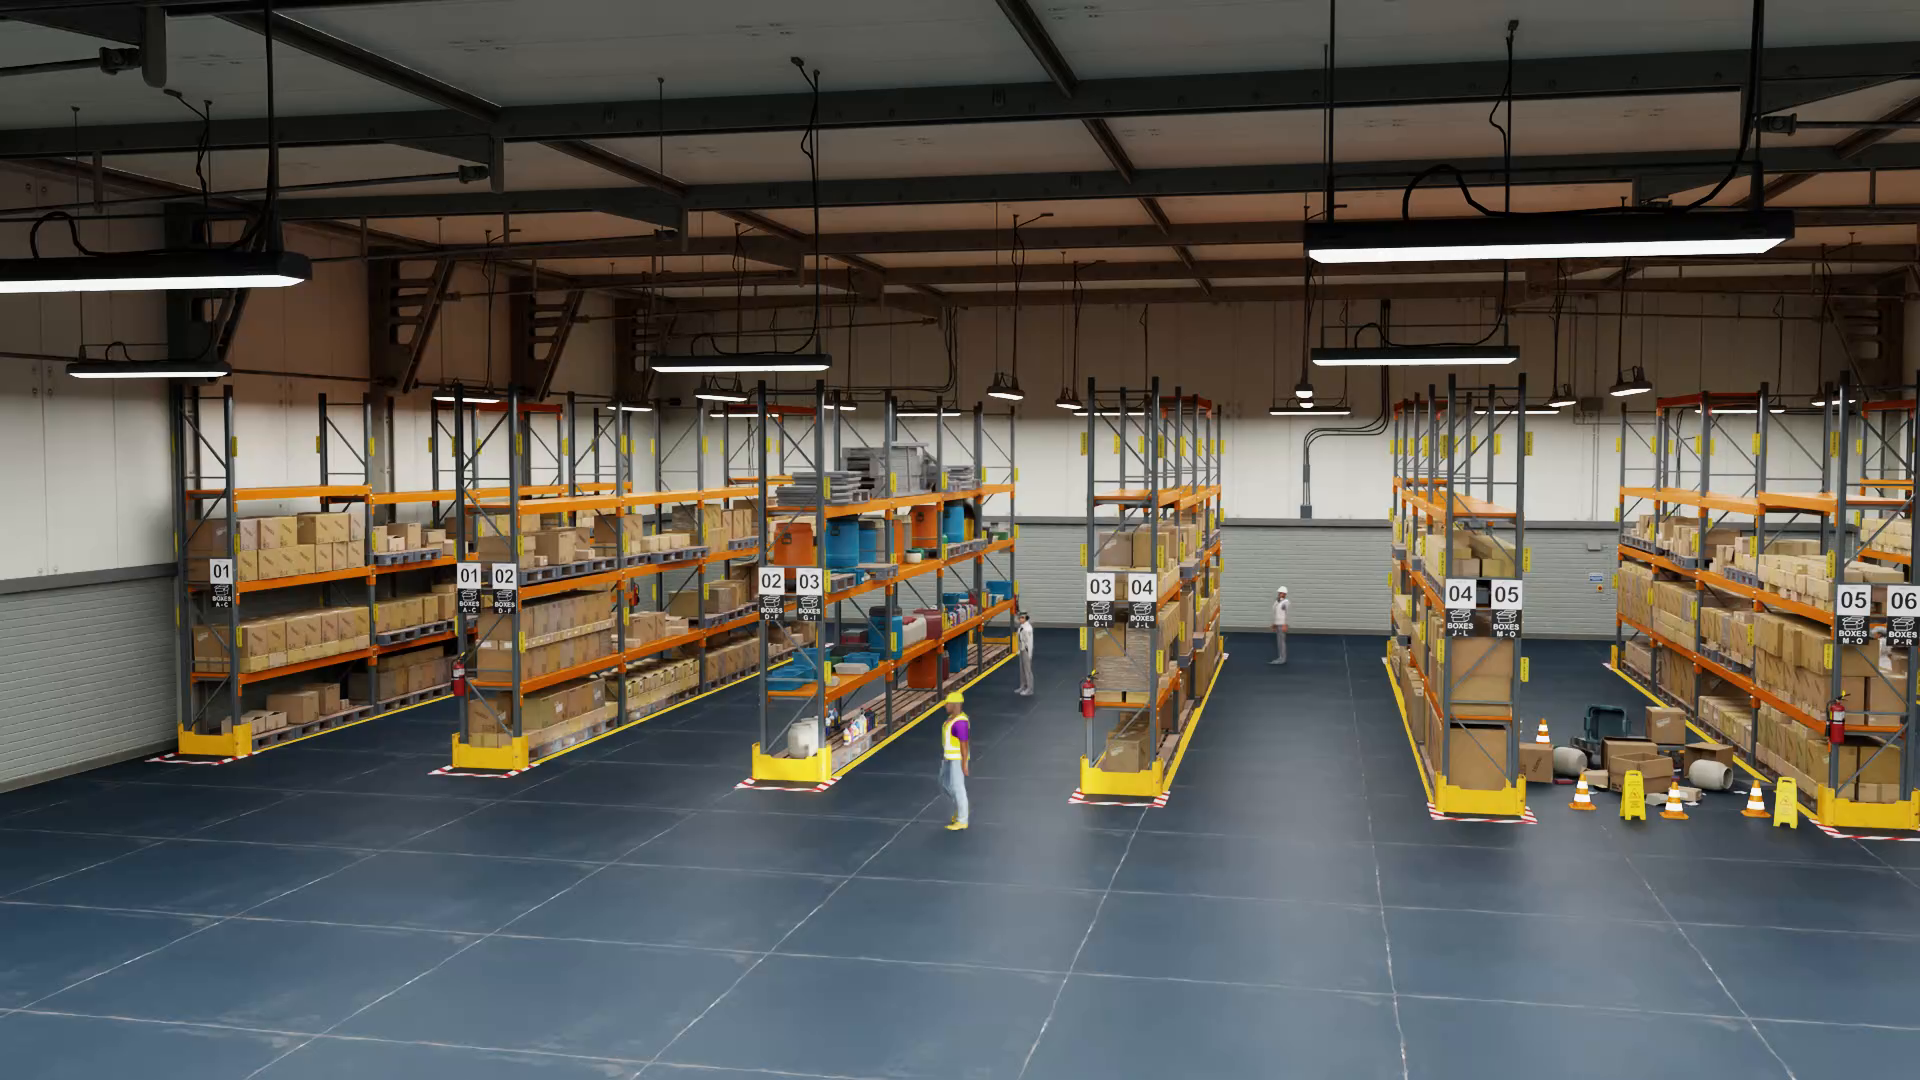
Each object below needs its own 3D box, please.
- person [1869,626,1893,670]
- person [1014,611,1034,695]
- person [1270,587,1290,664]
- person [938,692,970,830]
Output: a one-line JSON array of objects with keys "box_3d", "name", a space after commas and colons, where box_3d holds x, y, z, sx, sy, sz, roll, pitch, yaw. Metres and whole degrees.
[{"box_3d": [17.095, 2.442, 30.996, 0.556, 1.684, 0.739, 0, 3, -5], "name": "person"}, {"box_3d": [1.297, 2.255, 33.381, 0.373, 1.670, 0.539, -1, 3, -12], "name": "person"}, {"box_3d": [7.404, 1.964, 38.504, 0.449, 1.771, 0.565, 0, 3, -3], "name": "person"}, {"box_3d": [-0.047, 2.878, 21.862, 0.420, 1.775, 0.607, -1, 3, -12], "name": "person"}]
